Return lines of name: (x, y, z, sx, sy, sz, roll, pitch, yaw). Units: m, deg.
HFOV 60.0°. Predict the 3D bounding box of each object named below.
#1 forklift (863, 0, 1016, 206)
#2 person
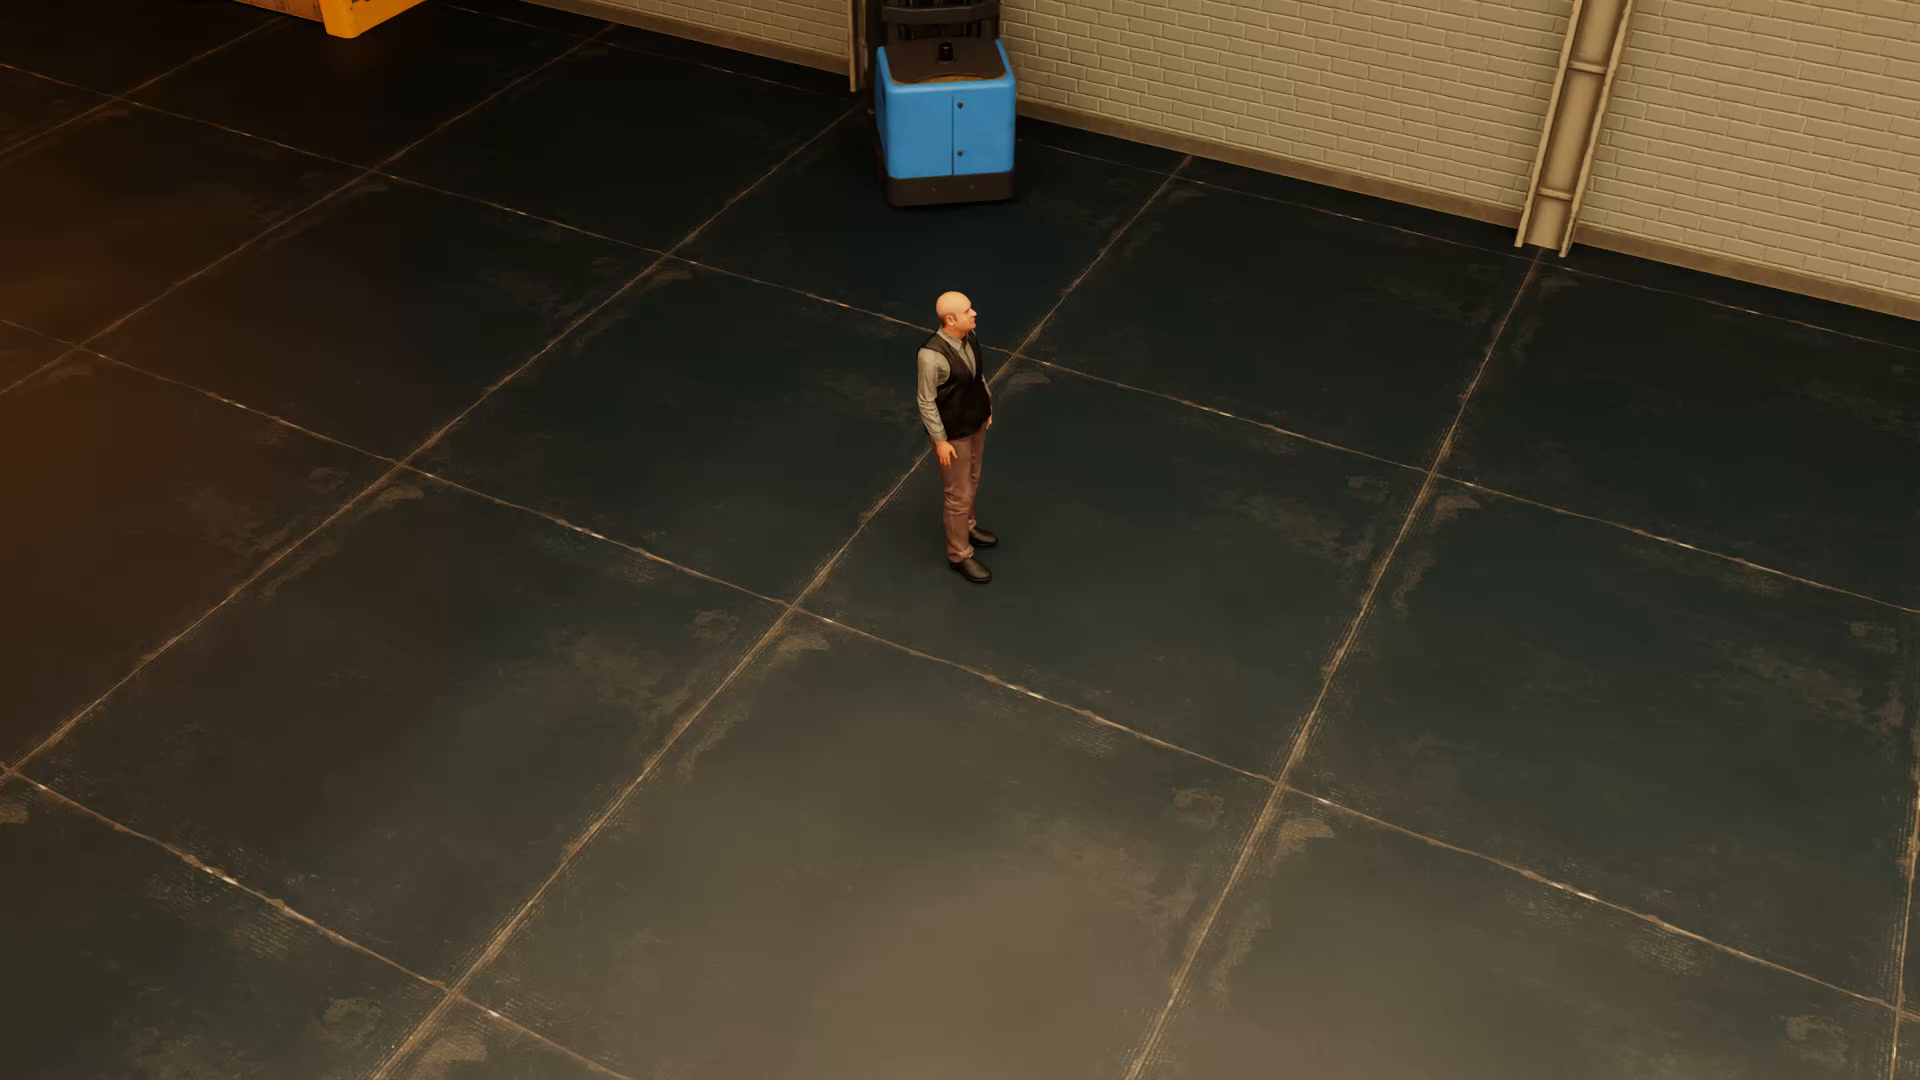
forklift: (-0.256, -4.741, 13.616, 1.130, 2.935, 3.031, -5, 40, -6)
person: (0.051, -0.641, 9.675, 0.568, 1.720, 0.632, 18, 43, 21)
